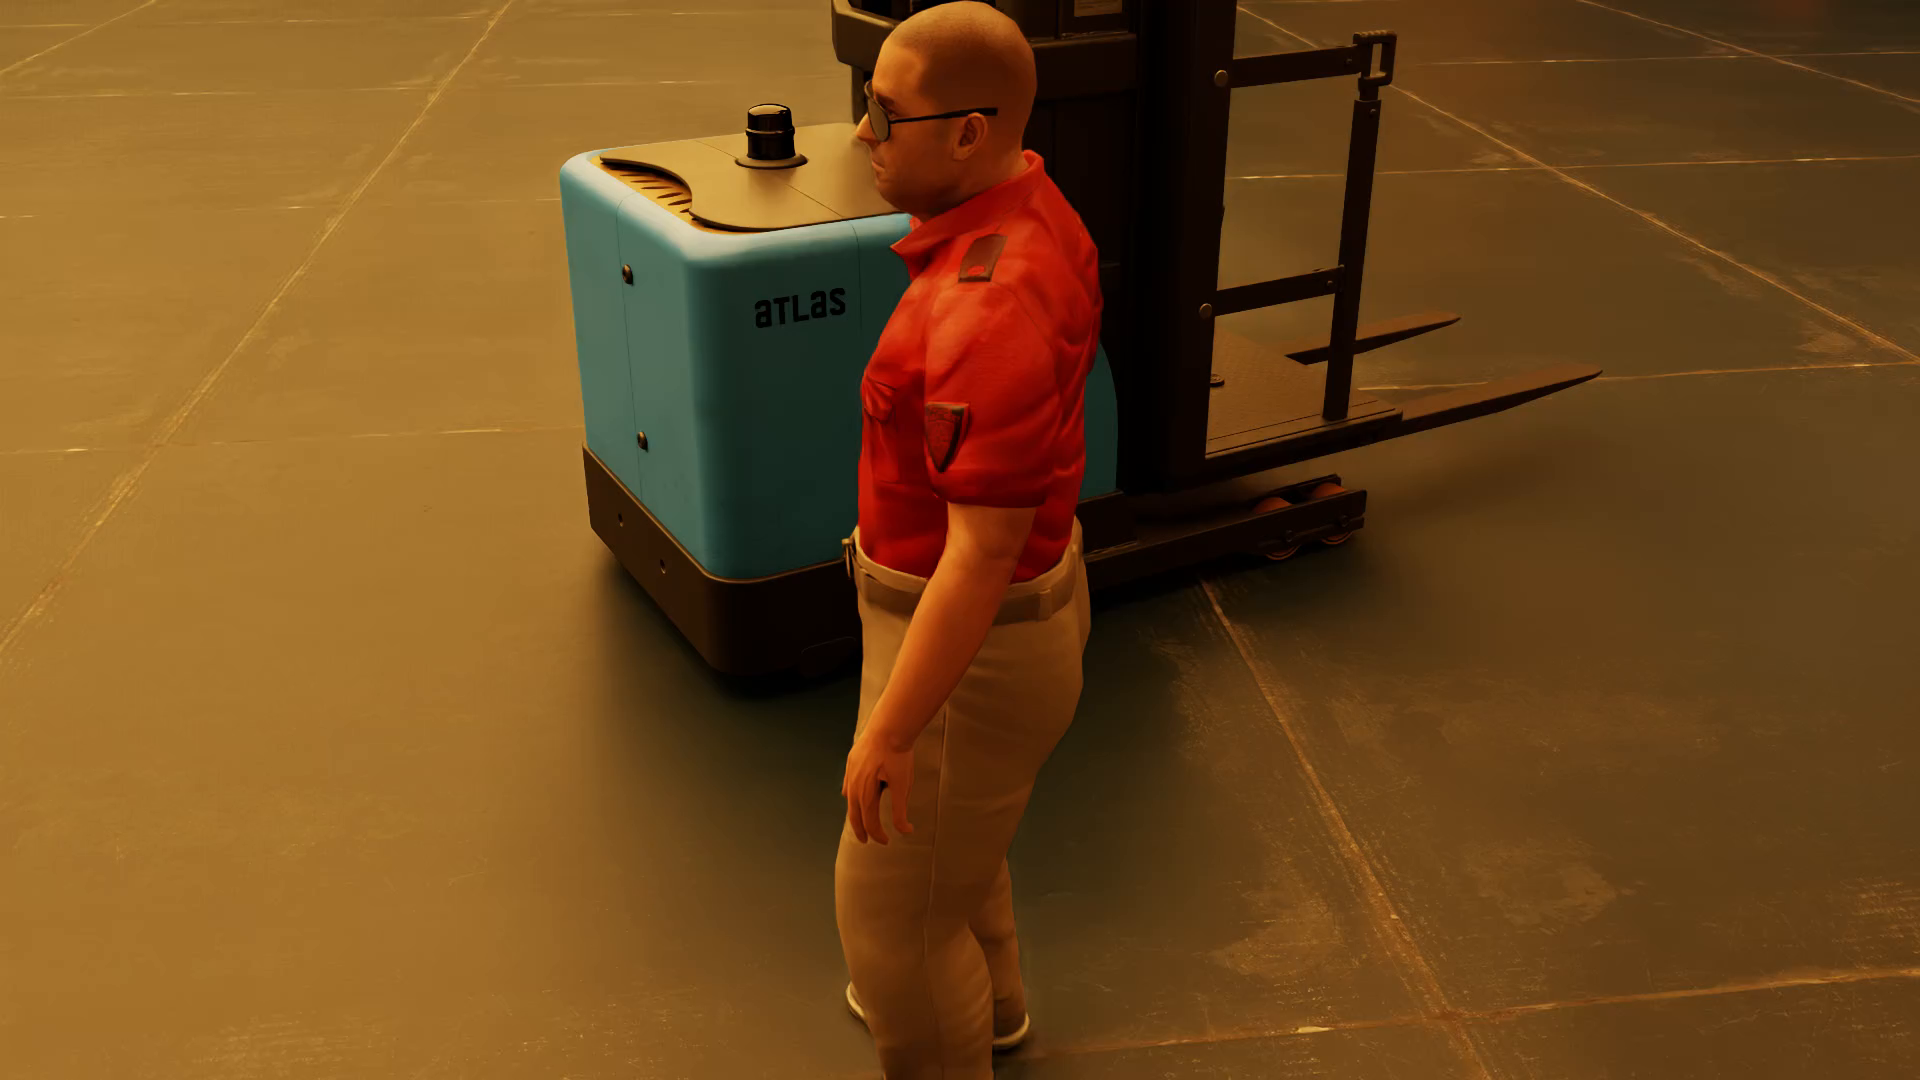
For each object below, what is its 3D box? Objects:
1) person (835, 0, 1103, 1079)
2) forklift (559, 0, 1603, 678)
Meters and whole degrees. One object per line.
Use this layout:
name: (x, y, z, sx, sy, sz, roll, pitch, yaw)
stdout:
person: (-0.029, 0.138, 2.337, 0.416, 1.721, 0.708, 3, 26, 7)
forklift: (0.529, -1.451, 4.240, 3.031, 2.935, 1.130, -14, 29, -26)
